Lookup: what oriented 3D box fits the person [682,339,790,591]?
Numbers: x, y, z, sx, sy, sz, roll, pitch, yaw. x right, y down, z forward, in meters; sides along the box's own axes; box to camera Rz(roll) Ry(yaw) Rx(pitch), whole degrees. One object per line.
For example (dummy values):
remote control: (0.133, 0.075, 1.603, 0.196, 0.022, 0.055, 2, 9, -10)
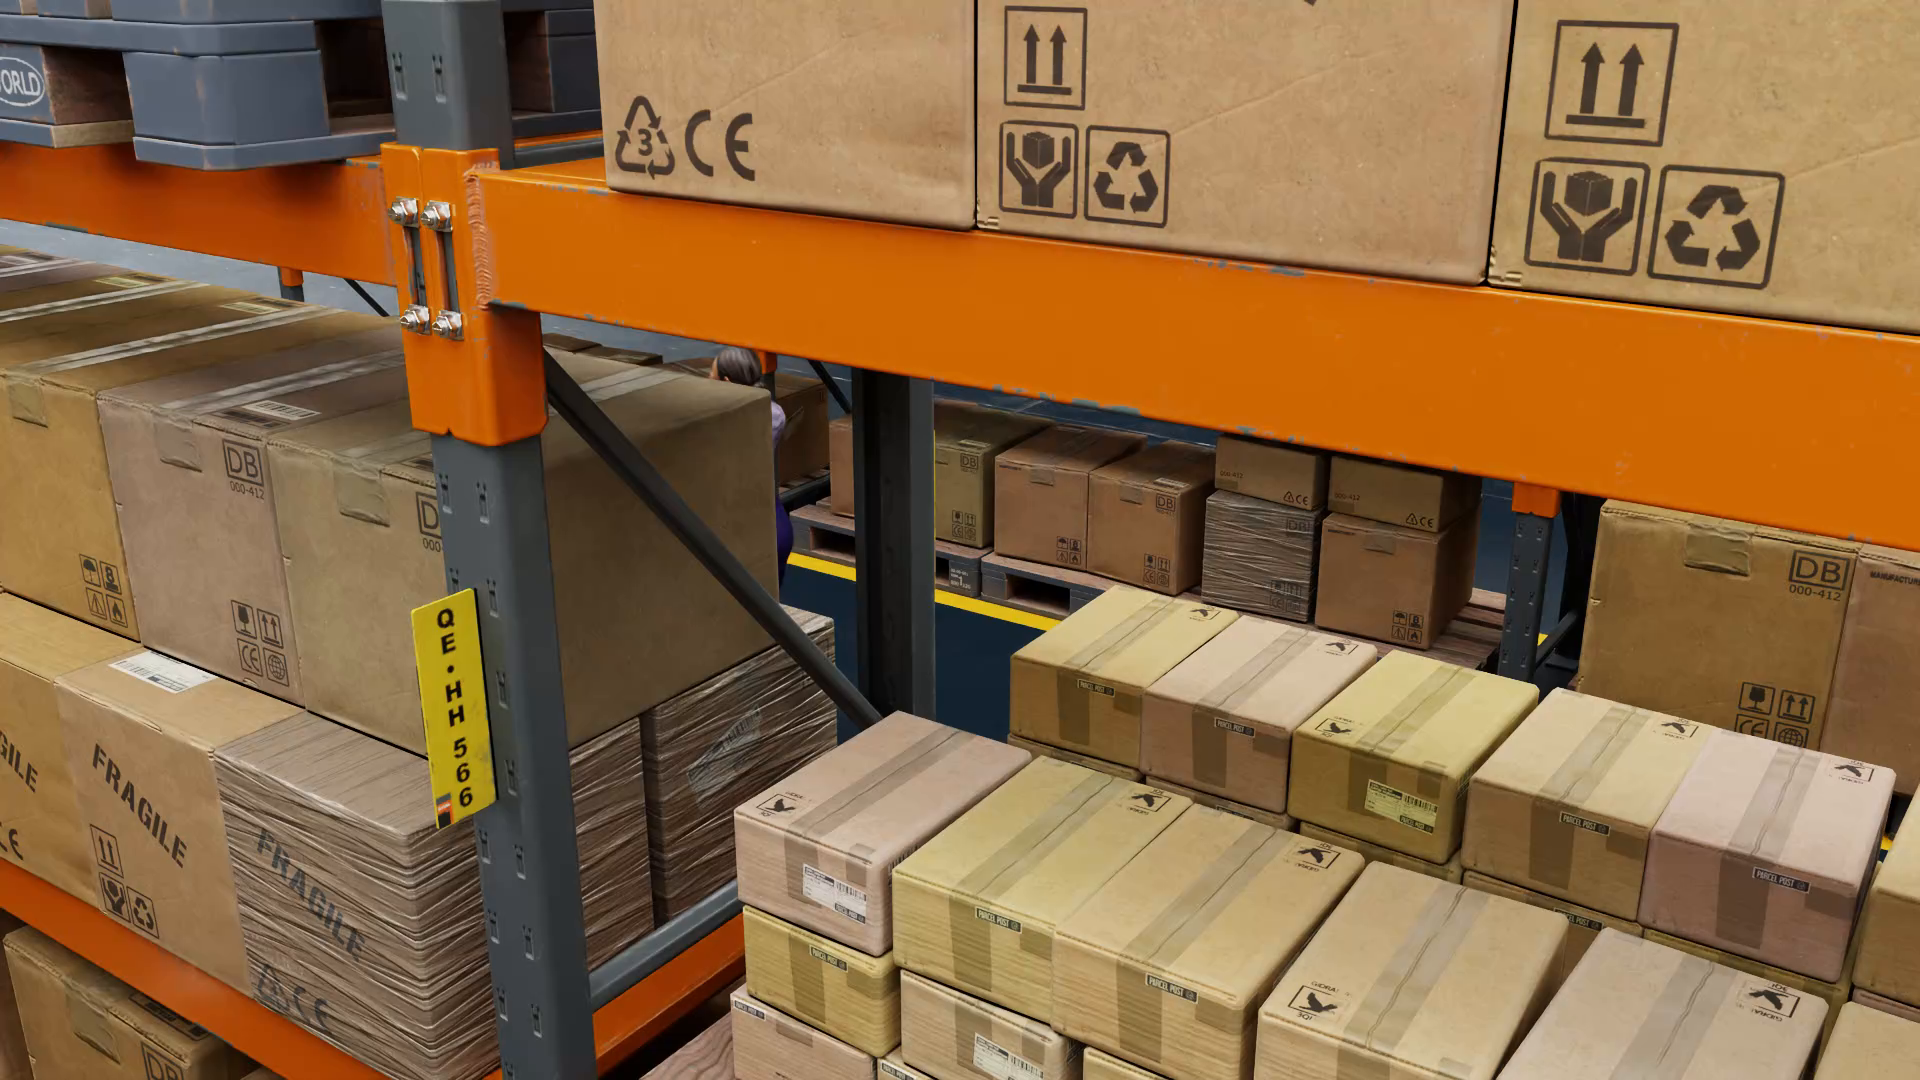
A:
person: (-0.927, -0.005, 6.597, 0.388, 1.652, 0.564, 12, 23, 29)
